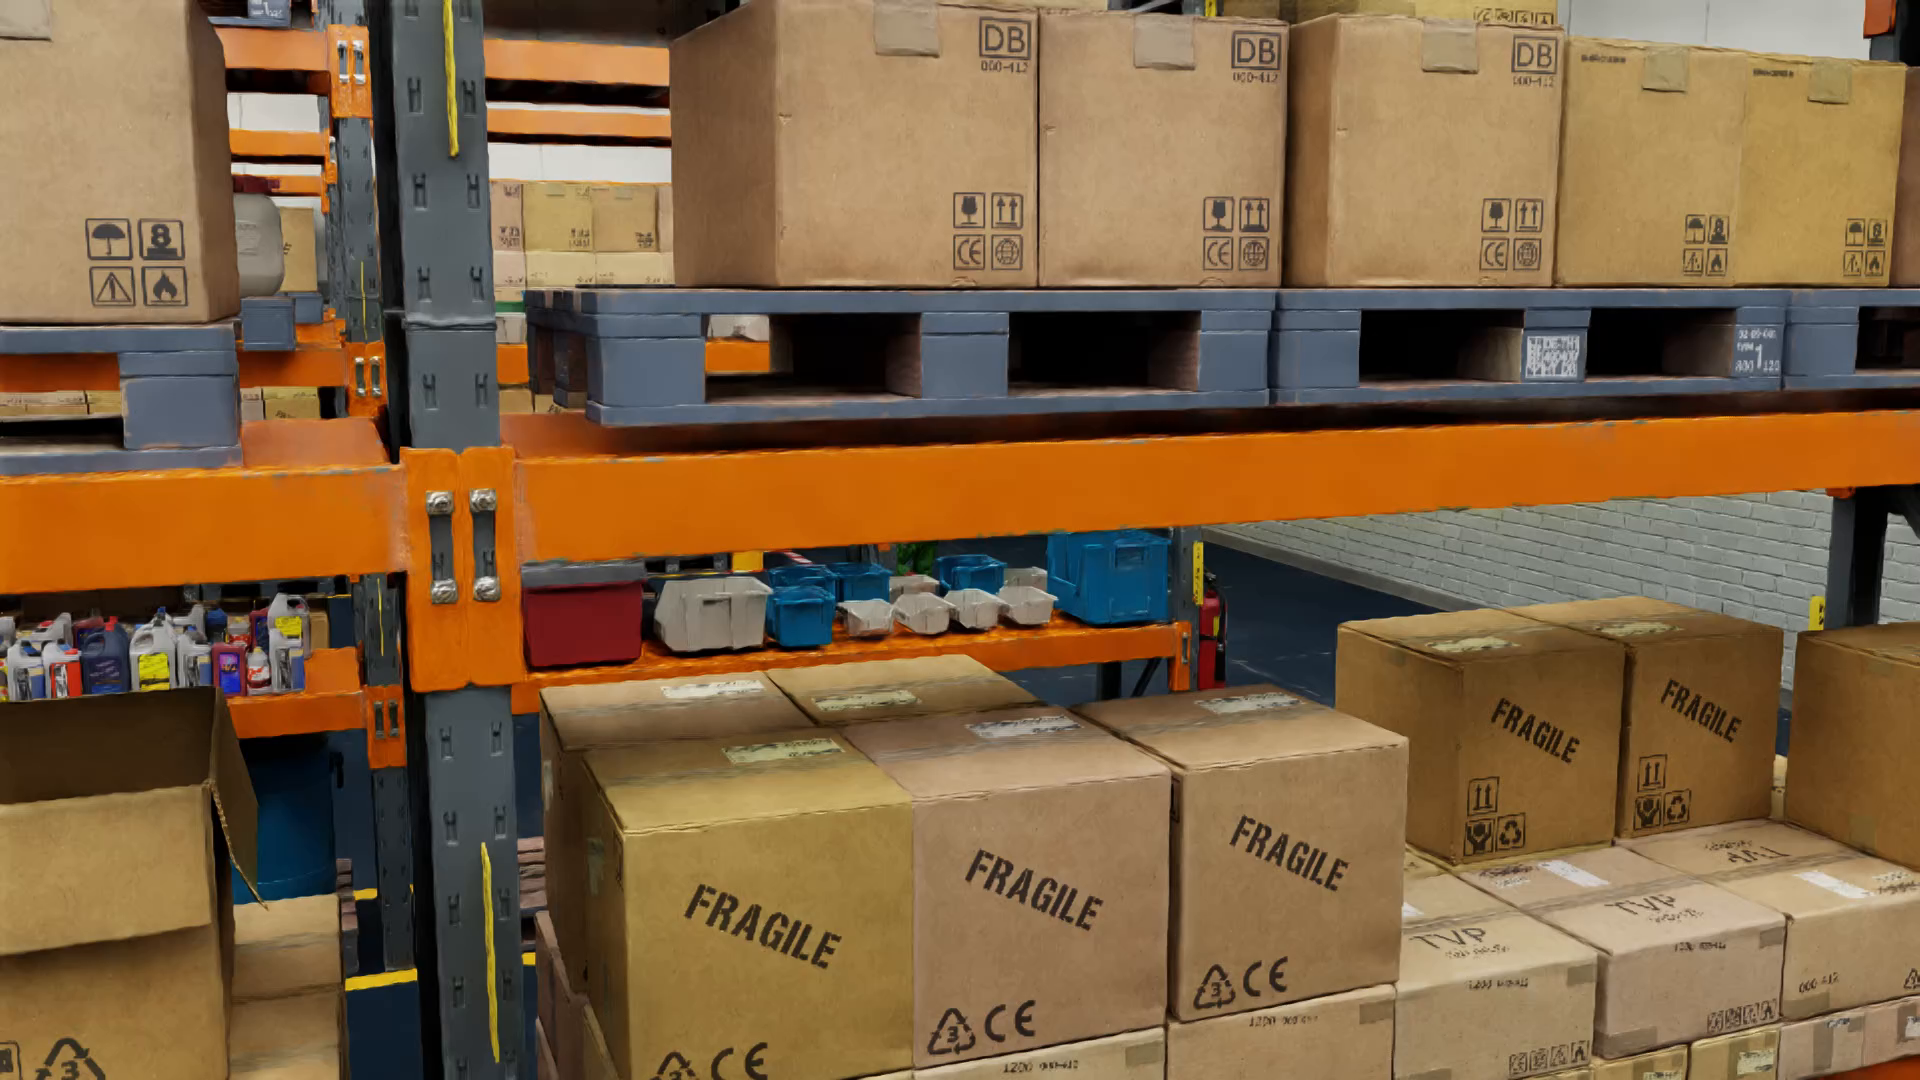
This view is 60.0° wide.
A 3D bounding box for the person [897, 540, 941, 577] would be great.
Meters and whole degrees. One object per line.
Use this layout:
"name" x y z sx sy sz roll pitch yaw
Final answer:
"person" -0.377 -0.090 14.866 0.465 1.771 0.681 4 9 22
